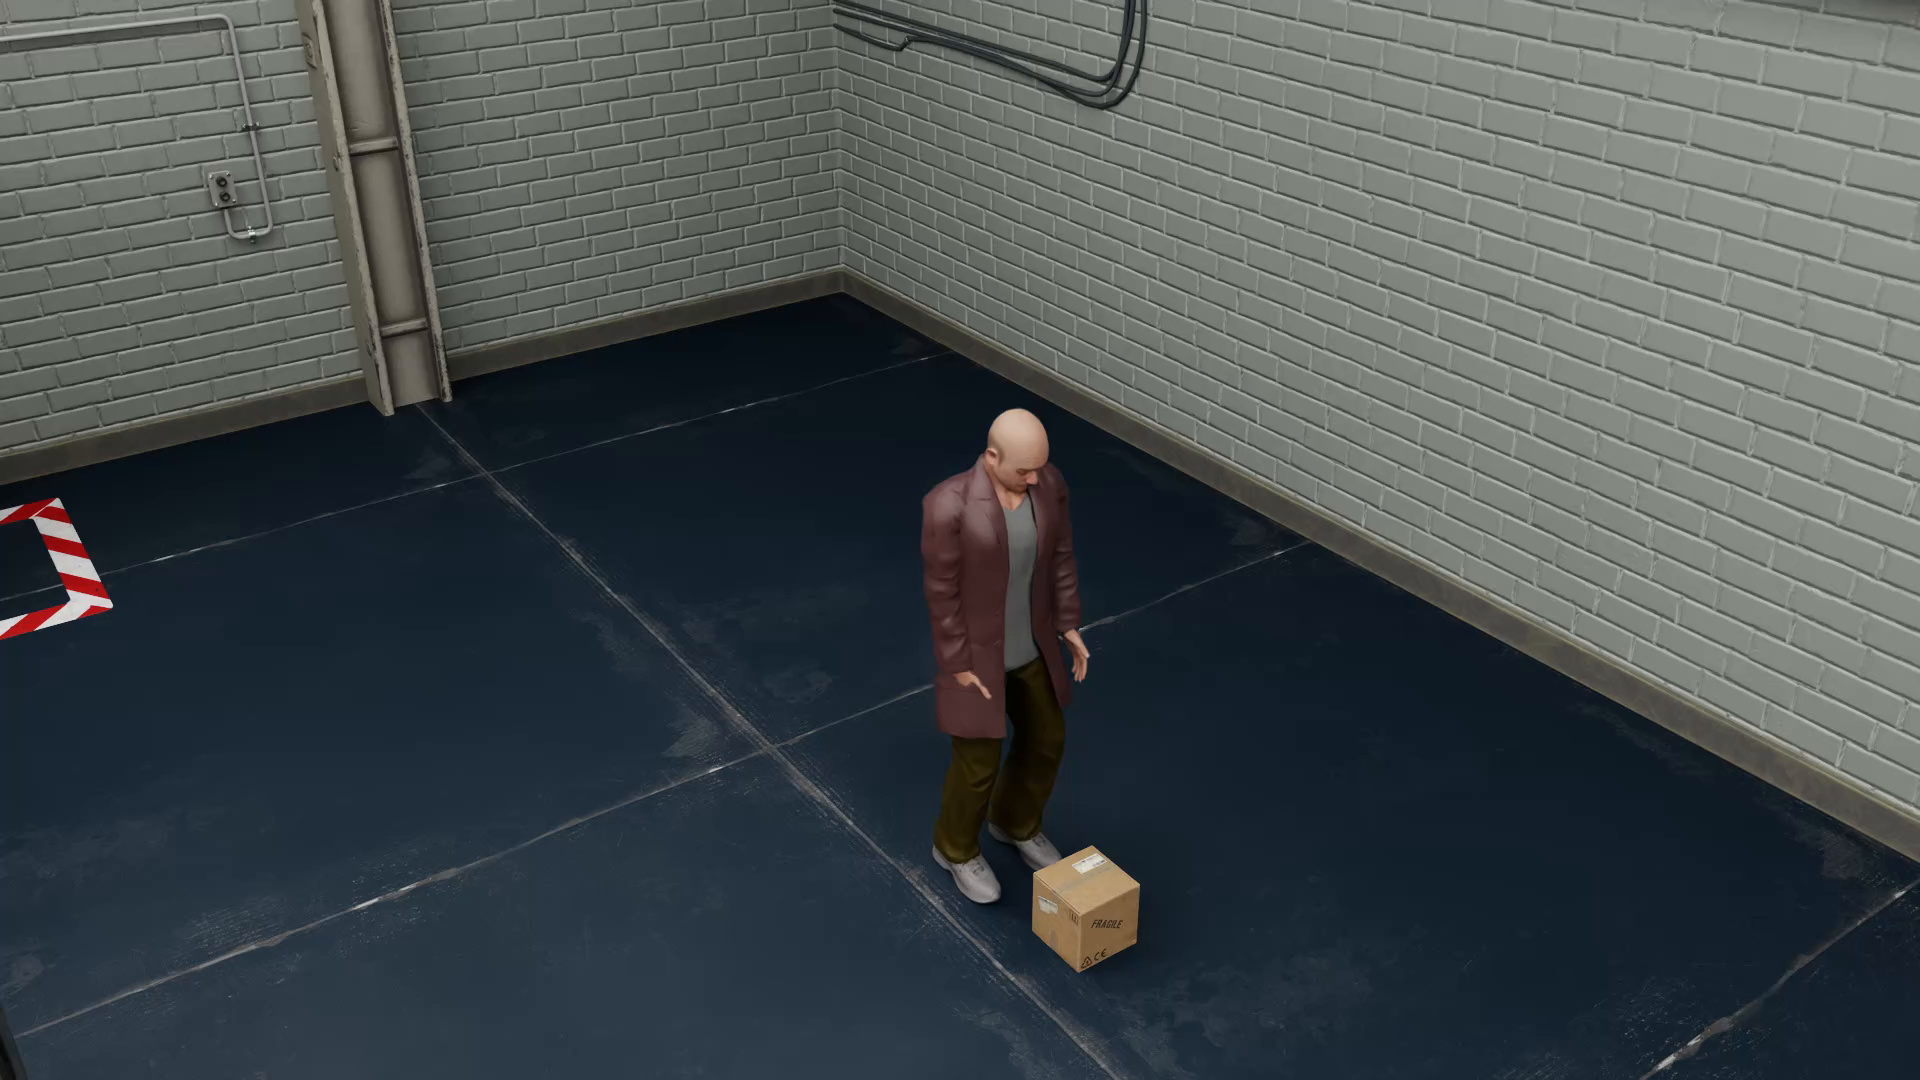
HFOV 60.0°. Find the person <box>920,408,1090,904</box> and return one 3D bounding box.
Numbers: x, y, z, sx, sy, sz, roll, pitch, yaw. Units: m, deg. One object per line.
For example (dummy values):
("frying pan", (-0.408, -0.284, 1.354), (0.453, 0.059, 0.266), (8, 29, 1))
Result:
("person", (0.153, 0.367, 5.487), (0.575, 1.756, 0.389), (-18, 33, -30))
